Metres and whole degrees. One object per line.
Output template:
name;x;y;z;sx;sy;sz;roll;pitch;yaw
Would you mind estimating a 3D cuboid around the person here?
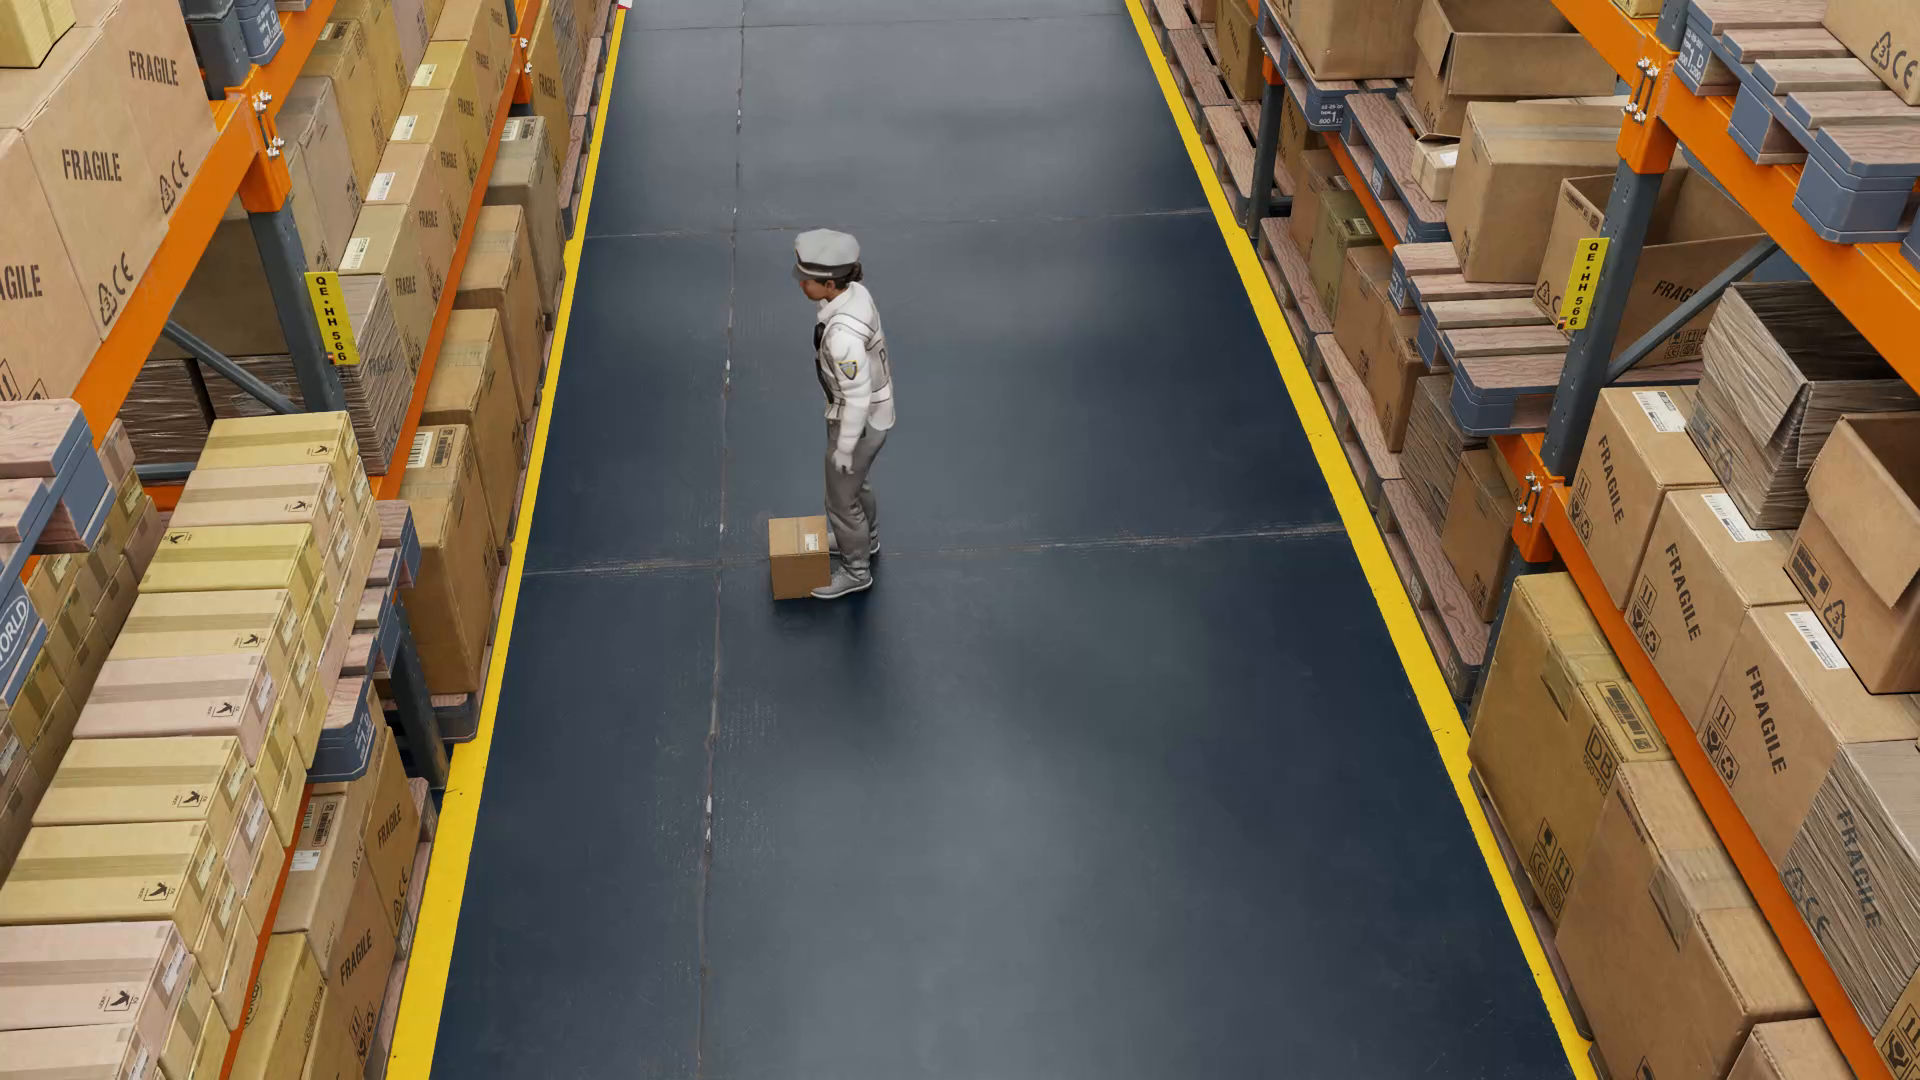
person;-0.467;-0.492;6.752;0.407;1.663;0.528;-3;39;-4
